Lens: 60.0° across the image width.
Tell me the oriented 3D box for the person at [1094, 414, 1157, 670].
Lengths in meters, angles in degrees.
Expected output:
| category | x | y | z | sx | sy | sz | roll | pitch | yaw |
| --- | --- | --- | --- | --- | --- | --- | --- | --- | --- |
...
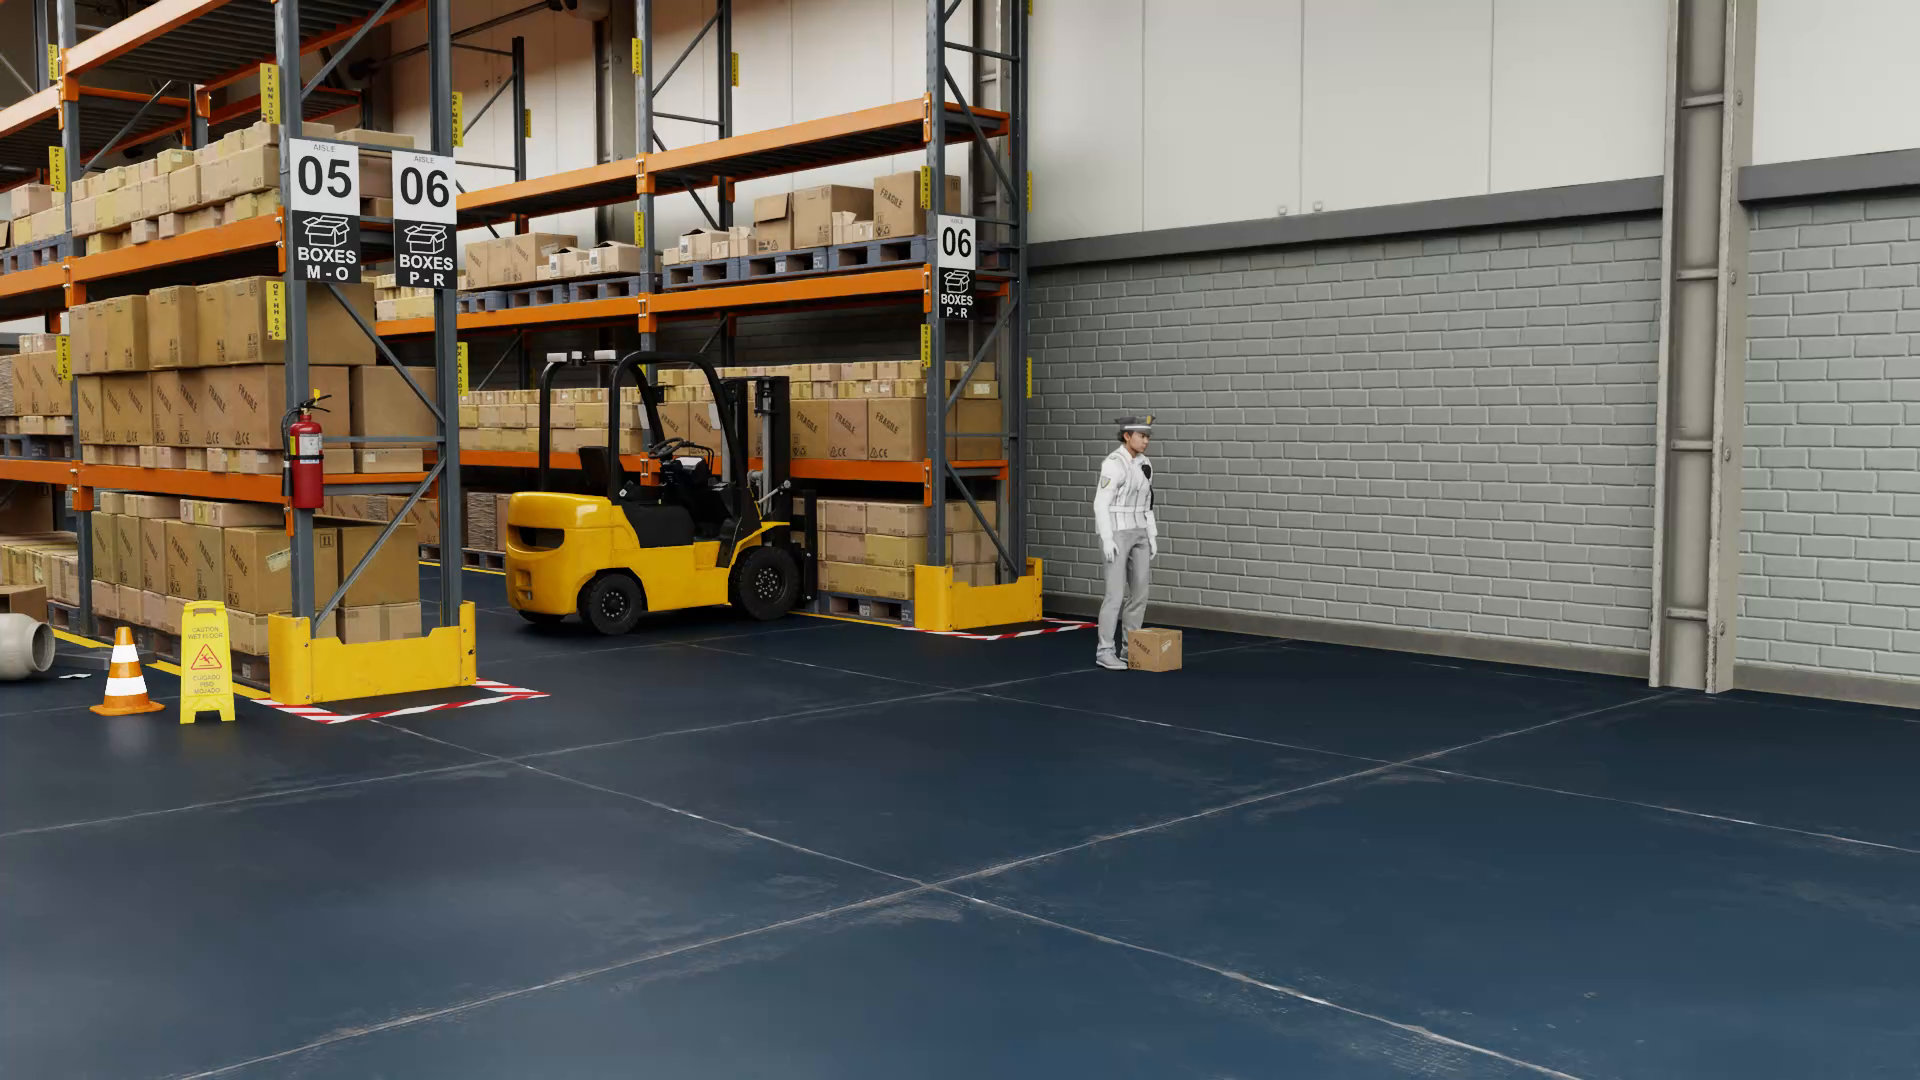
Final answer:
| category | x | y | z | sx | sy | sz | roll | pitch | yaw |
| --- | --- | --- | --- | --- | --- | --- | --- | --- | --- |
| person | 1.103 | 0.001 | 10.996 | 0.529 | 1.664 | 0.371 | -4 | 6 | -43 |
